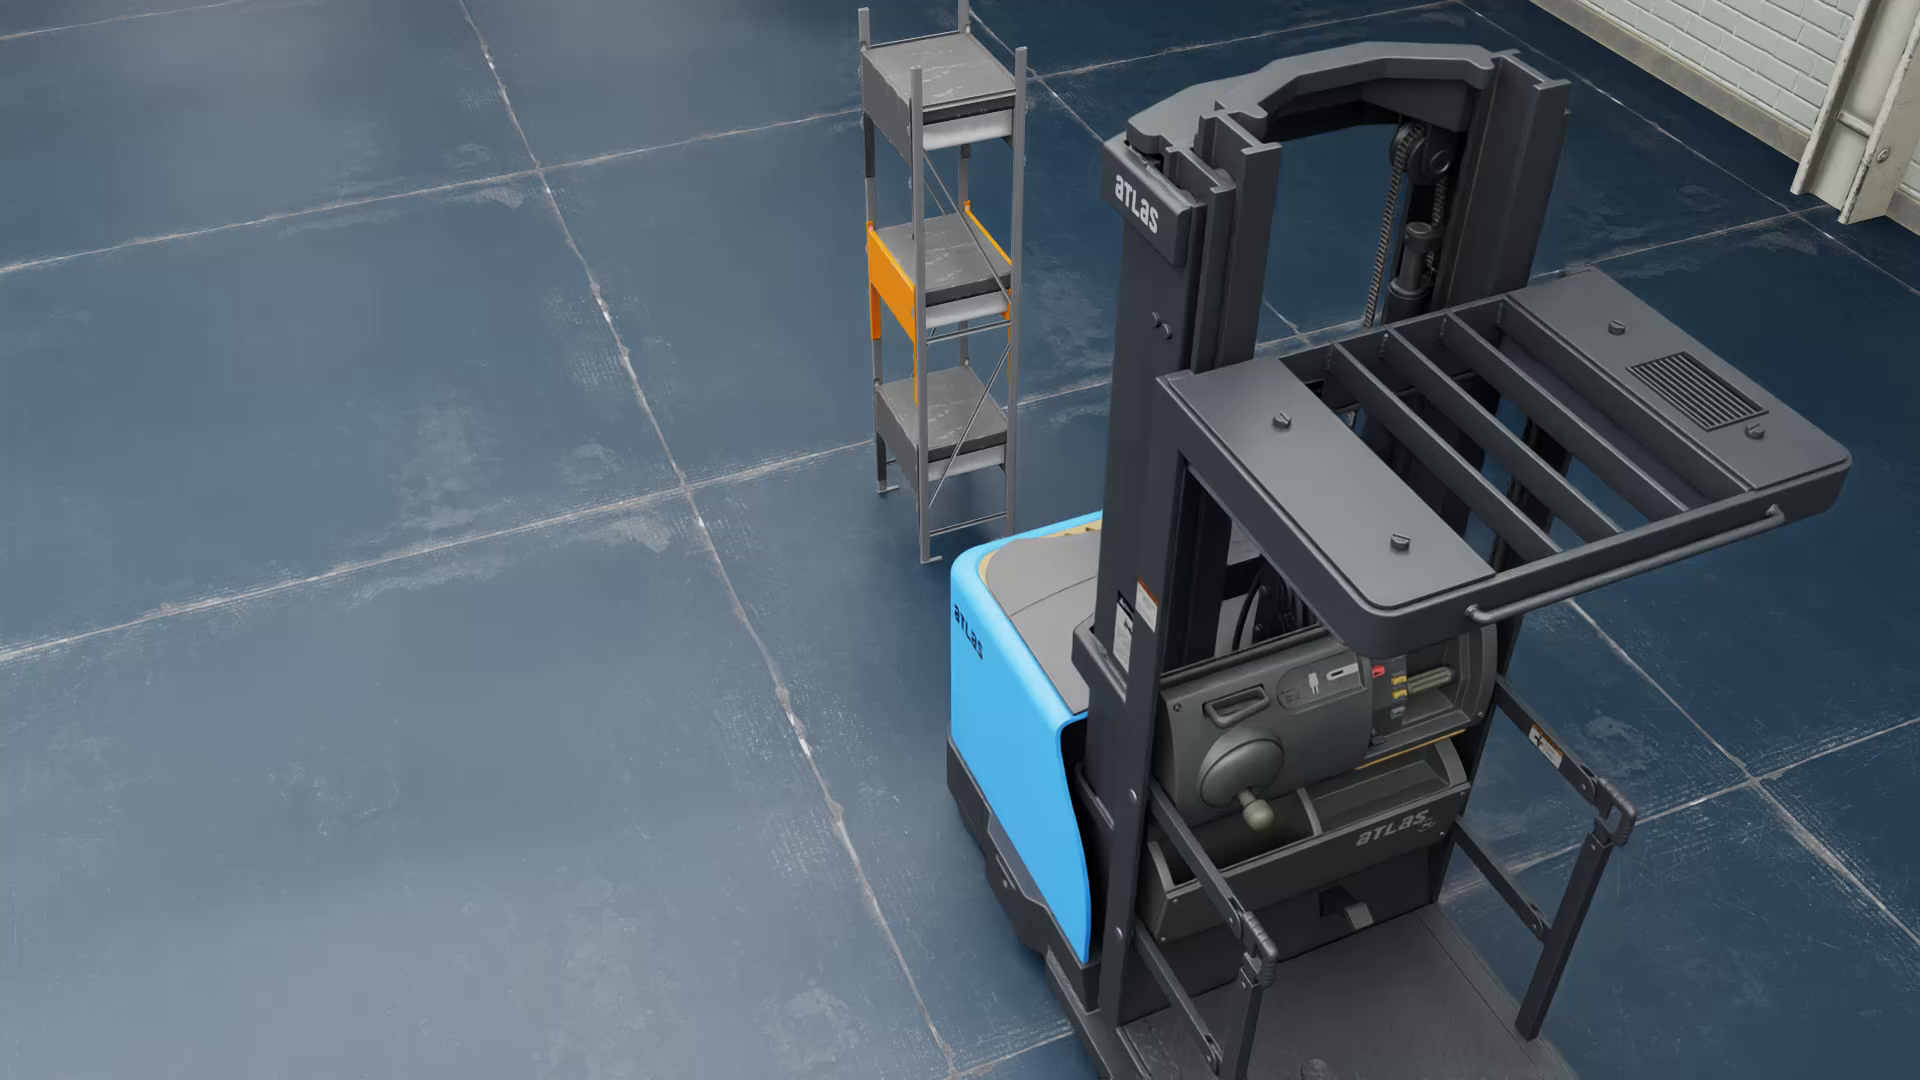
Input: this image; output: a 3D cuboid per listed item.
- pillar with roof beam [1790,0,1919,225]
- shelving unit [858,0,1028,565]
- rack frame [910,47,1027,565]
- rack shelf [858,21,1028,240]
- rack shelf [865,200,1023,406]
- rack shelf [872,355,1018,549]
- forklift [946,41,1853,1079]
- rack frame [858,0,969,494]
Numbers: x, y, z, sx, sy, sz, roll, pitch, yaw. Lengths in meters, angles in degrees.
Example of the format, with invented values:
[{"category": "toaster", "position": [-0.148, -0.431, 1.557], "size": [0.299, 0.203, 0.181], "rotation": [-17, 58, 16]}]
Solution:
[{"category": "pillar with roof beam", "position": [0.696, -4.137, 4.659], "size": [9.100, 9.000, 0.400], "rotation": [-15, 43, -17]}, {"category": "shelving unit", "position": [-0.063, -0.896, 6.181], "size": [0.431, 2.100, 0.503], "rotation": [-15, 43, -17]}, {"category": "rack frame", "position": [0.030, -0.749, 6.010], "size": [0.400, 2.100, 0.015], "rotation": [-15, 43, -17]}, {"category": "rack shelf", "position": [-0.063, -1.416, 5.734], "size": [0.431, 0.518, 0.480], "rotation": [-15, 43, -17]}, {"category": "rack shelf", "position": [-0.063, -0.885, 6.190], "size": [0.431, 0.518, 0.480], "rotation": [-15, 43, -17]}, {"category": "rack shelf", "position": [-0.063, -0.355, 6.647], "size": [0.431, 0.518, 0.480], "rotation": [-15, 43, -17]}, {"category": "forklift", "position": [1.008, 0.496, 3.925], "size": [1.130, 2.935, 3.031], "rotation": [-16, 43, -18]}, {"category": "rack frame", "position": [-0.157, -1.043, 6.352], "size": [0.400, 2.100, 0.015], "rotation": [-15, 43, -17]}]
